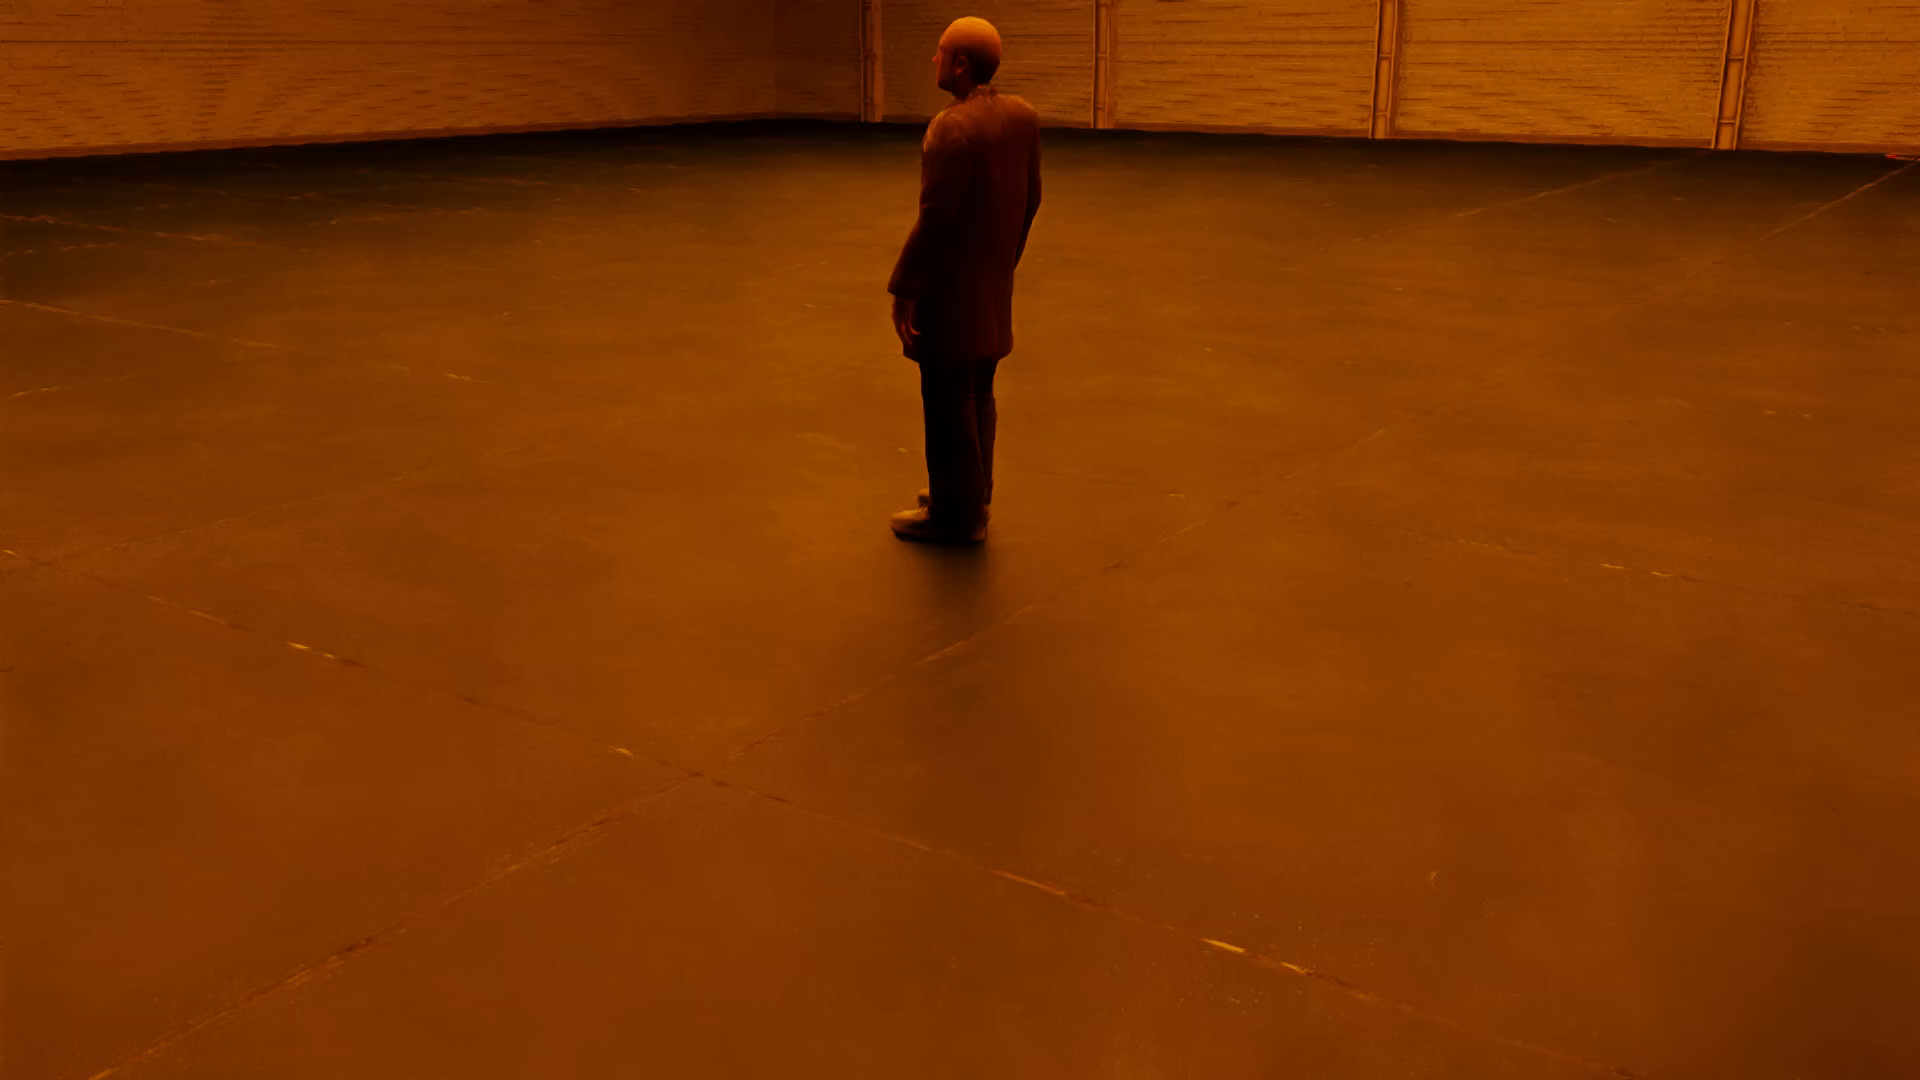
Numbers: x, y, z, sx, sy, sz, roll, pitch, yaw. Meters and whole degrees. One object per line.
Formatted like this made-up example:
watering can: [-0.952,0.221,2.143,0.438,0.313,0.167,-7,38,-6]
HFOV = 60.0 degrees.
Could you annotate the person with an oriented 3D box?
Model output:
person: [-0.073,-0.874,5.745,0.580,1.776,0.694,11,20,33]
